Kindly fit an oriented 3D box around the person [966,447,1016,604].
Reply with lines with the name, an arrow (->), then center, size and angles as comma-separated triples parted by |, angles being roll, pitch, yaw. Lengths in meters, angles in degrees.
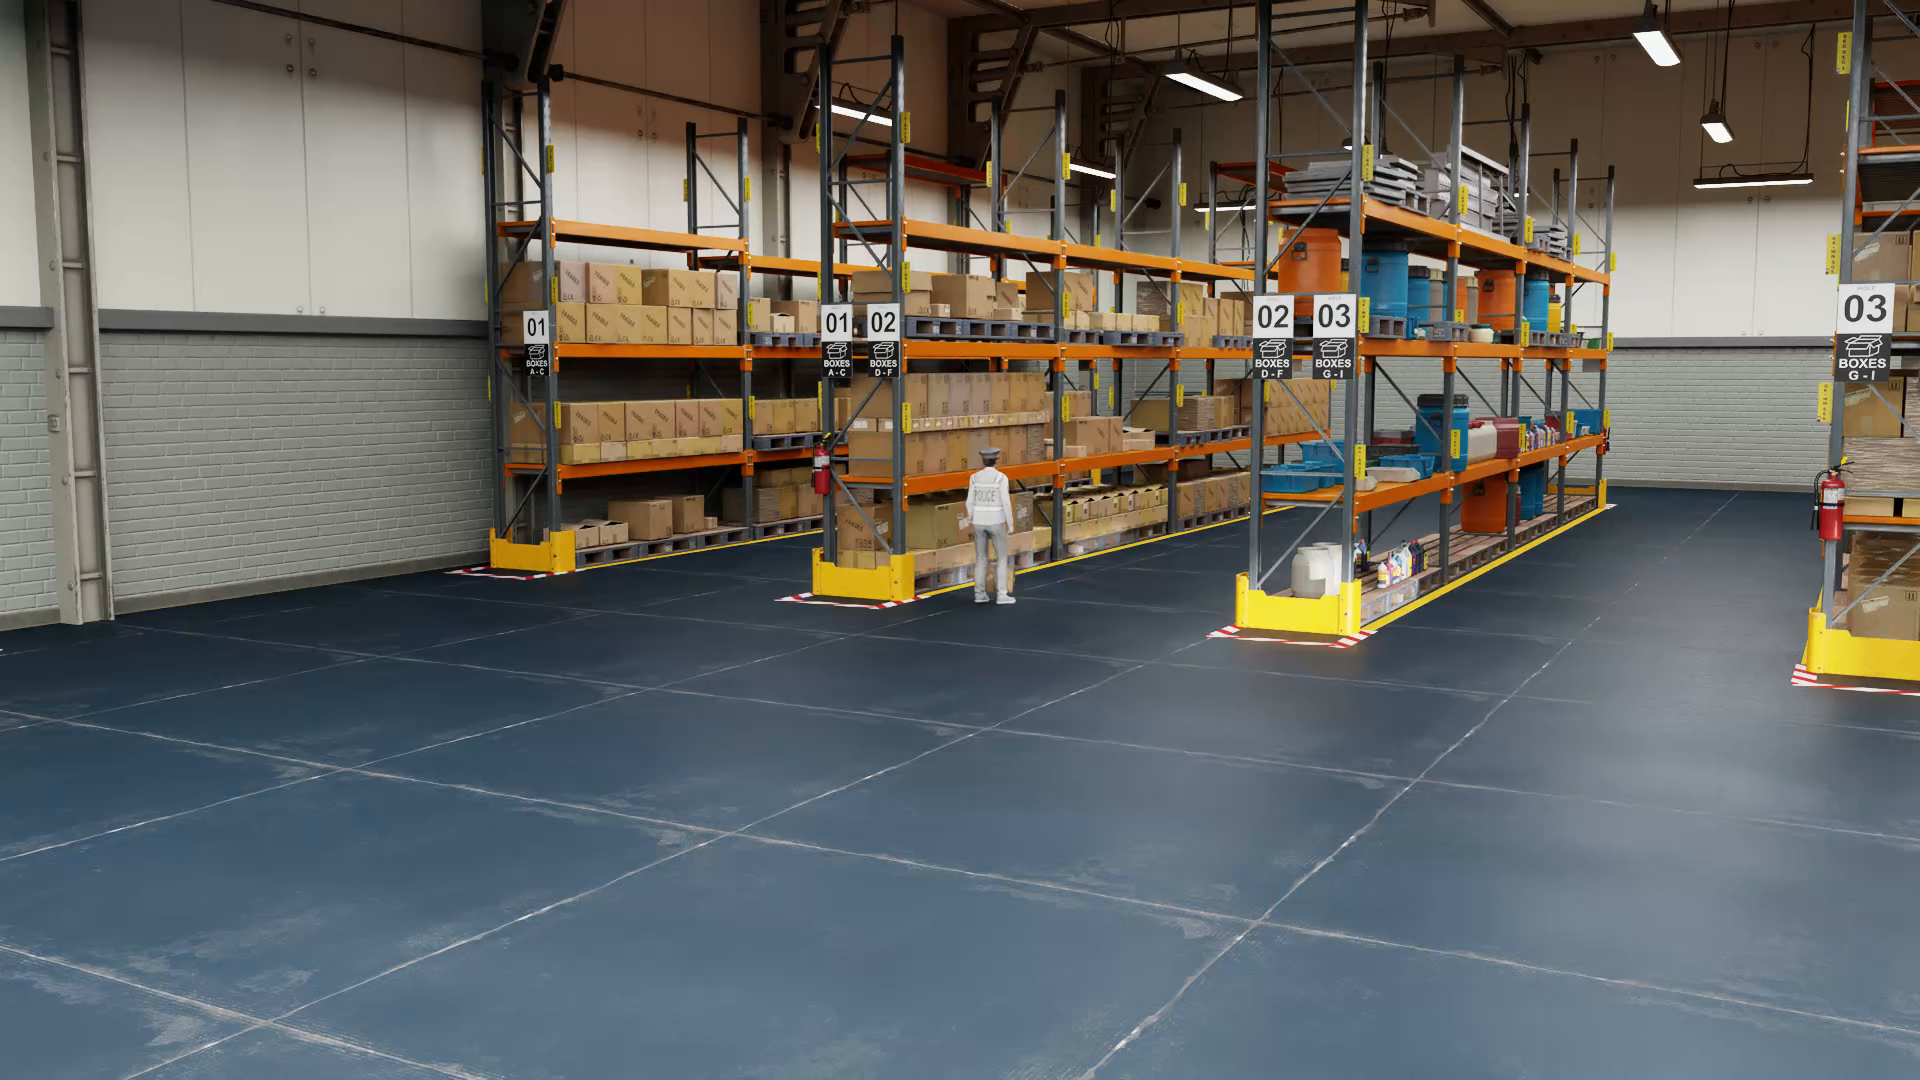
person -> 0.319, -0.152, 17.773 | 0.513, 1.665, 0.360 | 3, 7, 25
